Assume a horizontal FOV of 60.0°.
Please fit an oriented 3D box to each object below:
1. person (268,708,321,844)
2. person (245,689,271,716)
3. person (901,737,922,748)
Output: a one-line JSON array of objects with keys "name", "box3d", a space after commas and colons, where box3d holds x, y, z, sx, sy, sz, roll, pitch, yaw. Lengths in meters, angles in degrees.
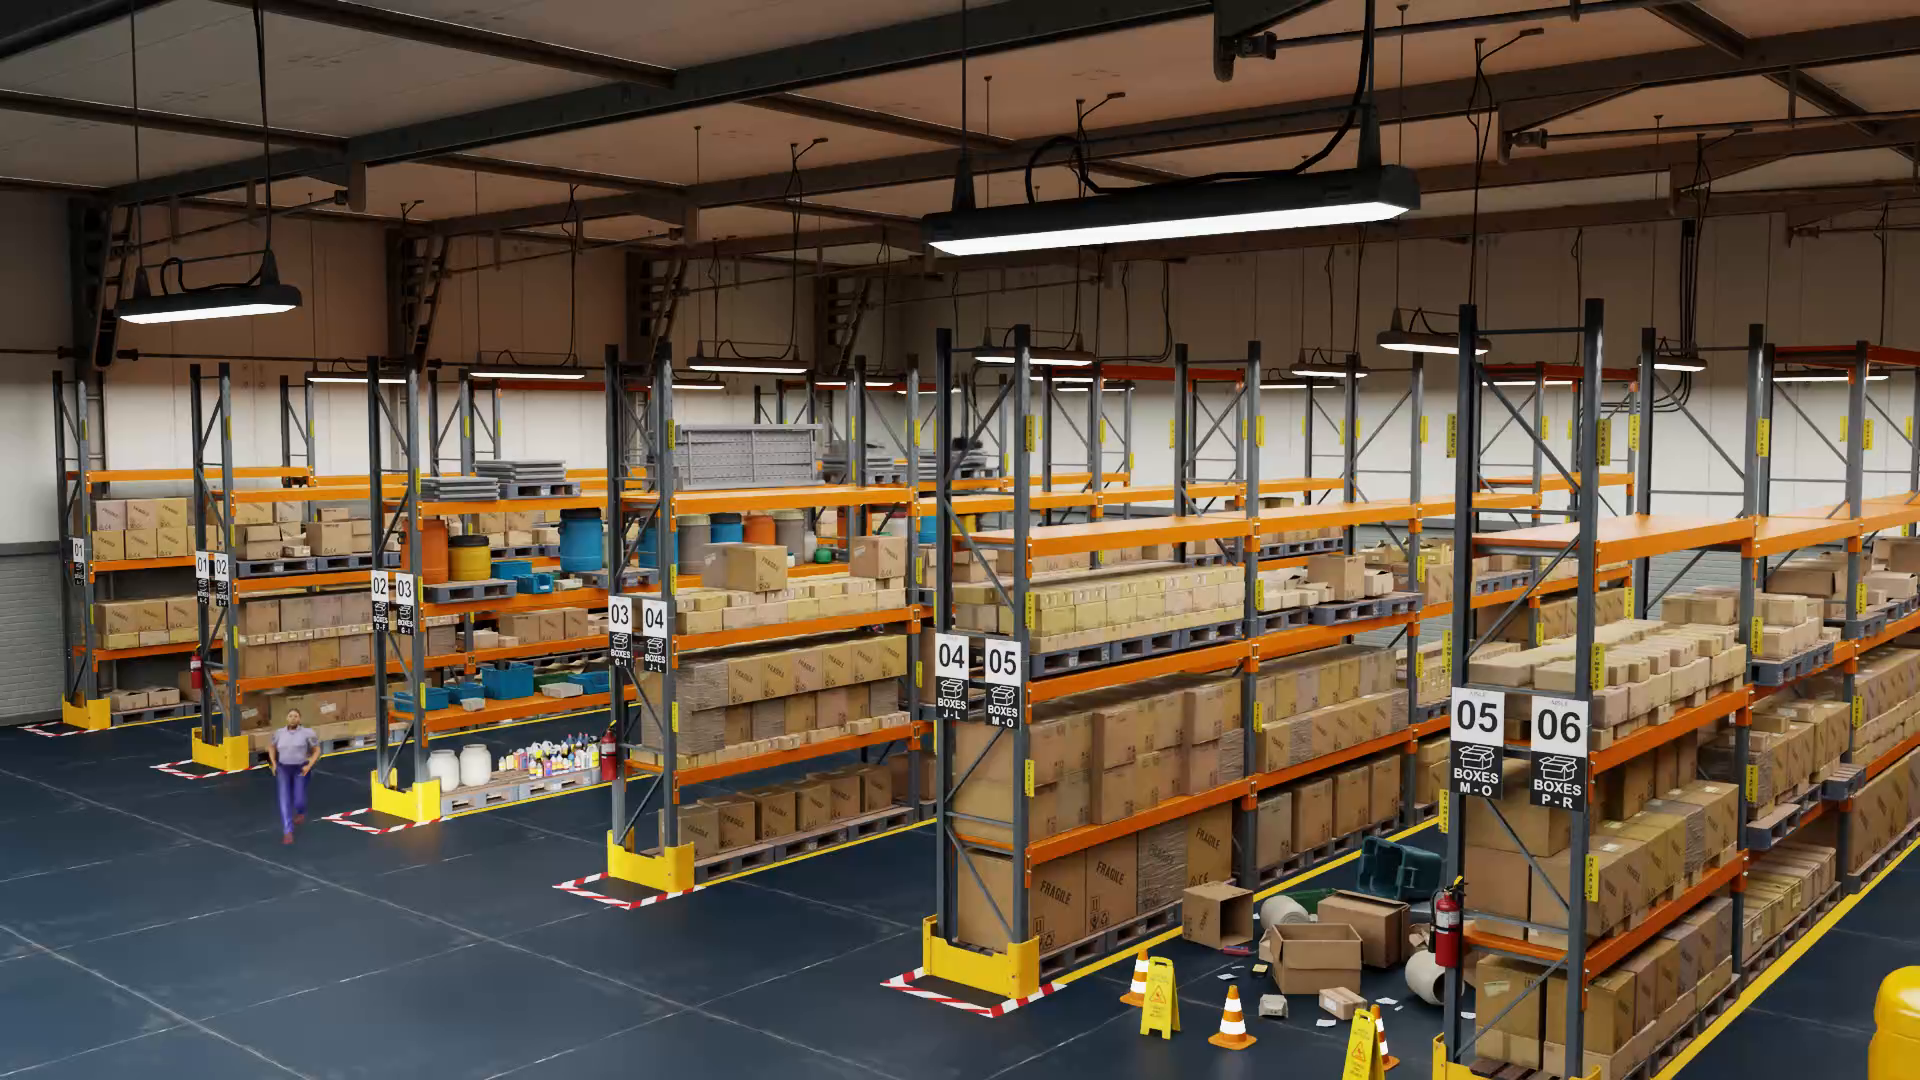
[{"name": "person", "box3d": [-8.264, 2.889, 20.617, 0.601, 1.633, 0.772, -1, 4, -14]}, {"name": "person", "box3d": [-11.597, 2.355, 27.354, 0.741, 1.717, 0.698, 2, 4, 21]}, {"name": "person", "box3d": [-0.748, 2.553, 24.726, 0.582, 1.661, 0.542, 4, 6, 44]}]
